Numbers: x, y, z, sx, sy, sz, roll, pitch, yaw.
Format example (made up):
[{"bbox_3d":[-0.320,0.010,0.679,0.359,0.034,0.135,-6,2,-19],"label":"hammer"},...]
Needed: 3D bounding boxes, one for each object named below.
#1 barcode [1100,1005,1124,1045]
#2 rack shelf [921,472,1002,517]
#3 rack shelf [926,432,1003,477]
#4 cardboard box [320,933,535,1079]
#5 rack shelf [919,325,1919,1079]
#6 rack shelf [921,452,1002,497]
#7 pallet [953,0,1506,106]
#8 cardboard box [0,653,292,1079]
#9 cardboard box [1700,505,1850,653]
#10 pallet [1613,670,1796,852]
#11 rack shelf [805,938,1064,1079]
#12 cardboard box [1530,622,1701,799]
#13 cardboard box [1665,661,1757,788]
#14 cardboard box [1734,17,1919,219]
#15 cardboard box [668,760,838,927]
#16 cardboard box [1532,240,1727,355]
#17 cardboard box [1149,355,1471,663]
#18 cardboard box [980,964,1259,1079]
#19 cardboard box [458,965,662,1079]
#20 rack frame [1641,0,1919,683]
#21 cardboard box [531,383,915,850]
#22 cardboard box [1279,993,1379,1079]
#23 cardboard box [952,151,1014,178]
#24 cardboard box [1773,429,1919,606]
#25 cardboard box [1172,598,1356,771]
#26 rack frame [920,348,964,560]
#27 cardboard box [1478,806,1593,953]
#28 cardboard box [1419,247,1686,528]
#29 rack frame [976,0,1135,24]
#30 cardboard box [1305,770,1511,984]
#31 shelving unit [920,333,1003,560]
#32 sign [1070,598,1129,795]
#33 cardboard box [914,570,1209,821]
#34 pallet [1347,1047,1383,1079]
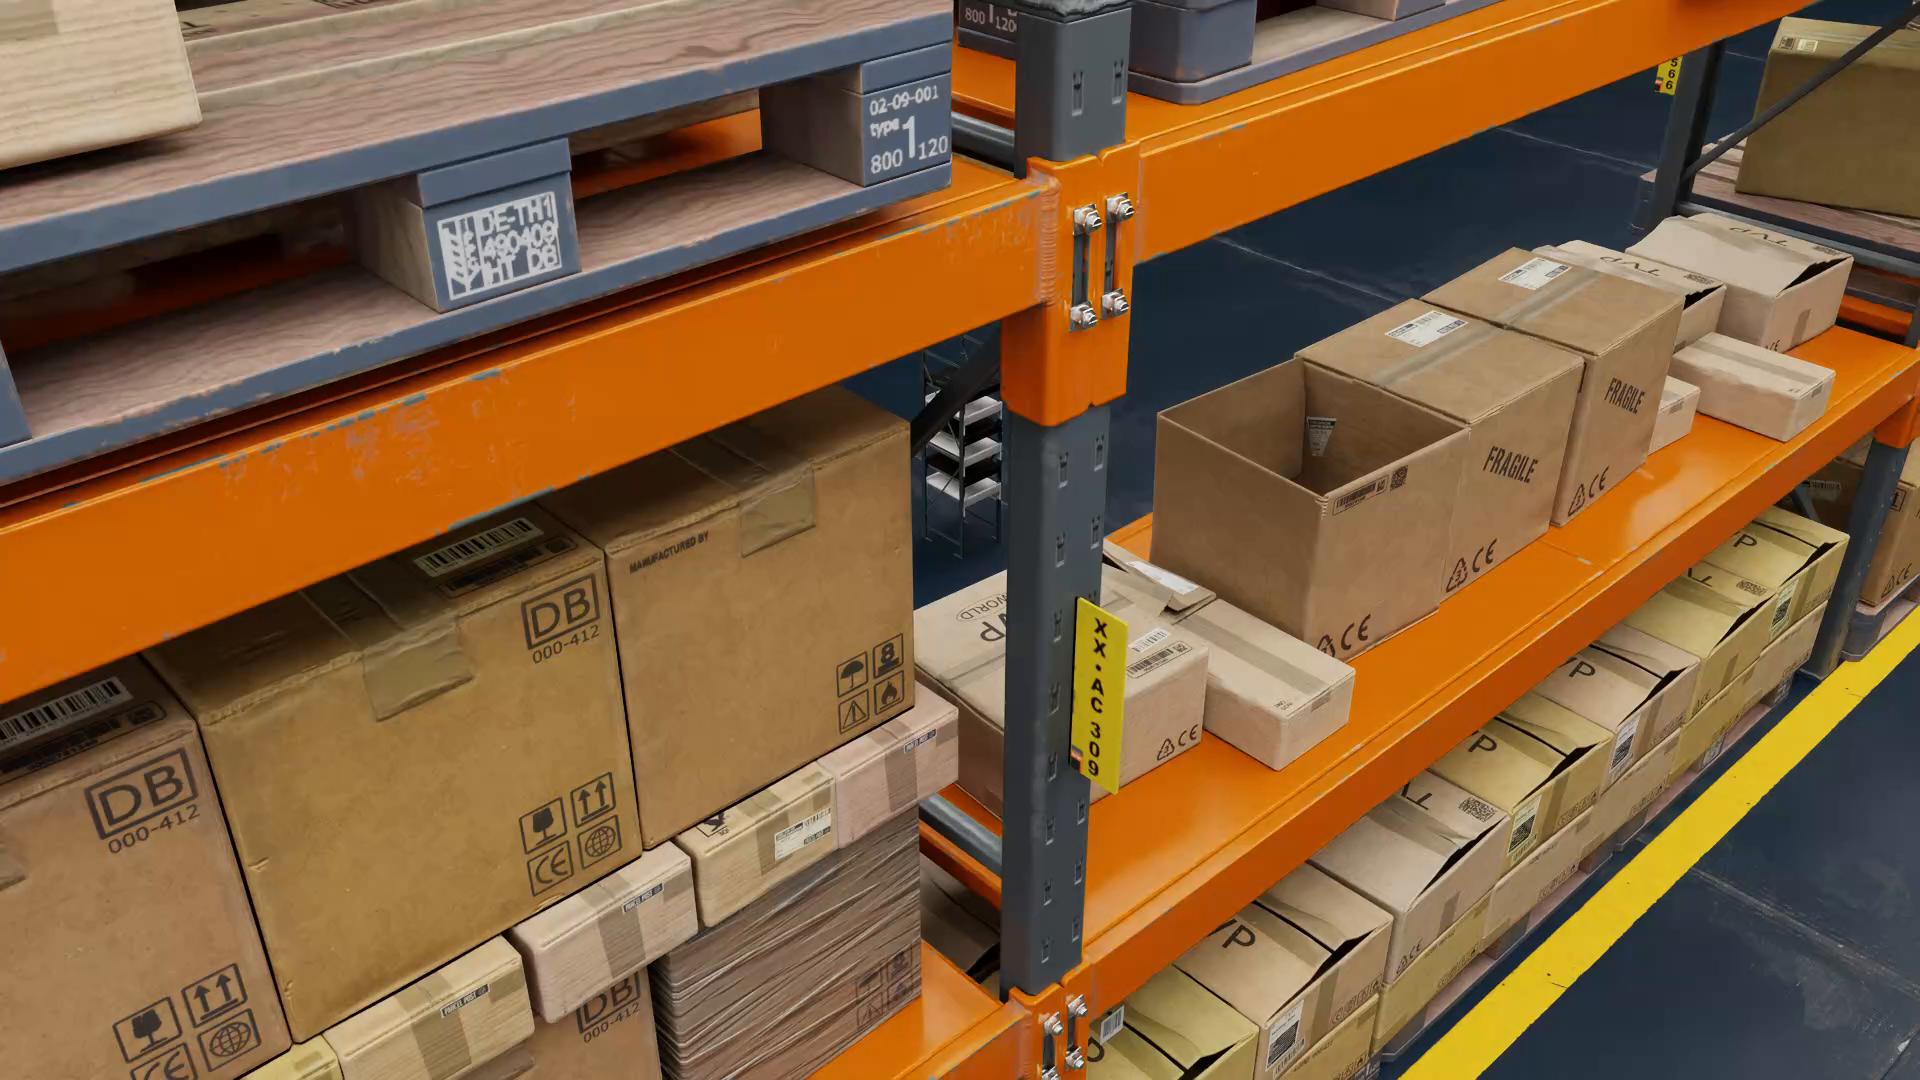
[{"bbox_3d":[0.305,0.974,3.336,0.075,0.075,0.001,-26,40,-35],"label":"barcode"},{"bbox_3d":[0.006,-0.205,6.631,0.200,0.077,0.258,-26,40,-35],"label":"rack shelf"},{"bbox_3d":[0.006,-0.358,6.537,0.200,0.077,0.258,-26,40,-35],"label":"rack shelf"},{"bbox_3d":[-0.784,0.569,2.226,0.250,0.149,0.380,-26,40,-36],"label":"cardboard box"},{"bbox_3d":[1.302,0.033,4.510,4.000,0.370,1.077,-26,40,-35],"label":"rack shelf"},{"bbox_3d":[0.006,-0.282,6.584,0.200,0.077,0.258,-26,40,-35],"label":"rack shelf"},{"bbox_3d":[0.473,-1.080,2.949,0.805,0.209,1.217,27,41,37],"label":"pallet"},{"bbox_3d":[-1.223,0.357,1.952,0.500,0.500,0.700,-26,40,-35],"label":"cardboard box"},{"bbox_3d":[2.551,0.052,5.486,0.500,0.311,0.500,-25,39,-34],"label":"cardboard box"},{"bbox_3d":[2.138,0.484,5.756,1.213,0.211,1.003,-26,40,-35],"label":"pallet"},{"bbox_3d":[-1.632,1.452,2.189,4.000,0.370,1.077,-26,40,-35],"label":"rack shelf"},{"bbox_3d":[1.803,0.417,4.889,0.500,0.311,0.500,-26,40,-36],"label":"cardboard box"},{"bbox_3d":[2.173,0.475,5.331,0.500,0.250,0.500,-26,40,-36],"label":"cardboard box"},{"bbox_3d":[3.153,-1.471,5.782,0.700,0.500,0.500,15,35,23],"label":"cardboard box"},{"bbox_3d":[-0.401,0.382,2.533,0.250,0.149,0.380,-27,40,-36],"label":"cardboard box"},{"bbox_3d":[1.981,-0.702,5.108,0.500,0.311,0.500,-26,40,-36],"label":"cardboard box"},{"bbox_3d":[0.796,-0.060,3.877,0.500,0.500,0.500,-23,38,-32],"label":"cardboard box"},{"bbox_3d":[0.307,1.139,3.707,0.500,0.311,0.500,-26,40,-35],"label":"cardboard box"},{"bbox_3d":[-0.868,0.743,2.564,0.500,0.500,0.700,-26,40,-36],"label":"cardboard box"},{"bbox_3d":[2.768,-0.983,5.482,0.127,3.000,1.000,-26,40,-35],"label":"rack frame"},{"bbox_3d":[-0.486,0.000,2.536,0.500,0.500,0.700,-26,40,-35],"label":"cardboard box"},{"bbox_3d":[0.675,1.201,4.144,0.500,0.250,0.500,-25,39,-34],"label":"cardboard box"},{"bbox_3d":[0.026,-2.349,9.375,0.750,0.750,0.750,-26,40,-36],"label":"cardboard box"},{"bbox_3d":[3.296,-0.156,6.105,0.500,0.500,0.500,-24,39,-34],"label":"cardboard box"},{"bbox_3d":[0.624,0.307,3.613,0.250,0.149,0.380,-26,40,-35],"label":"cardboard box"},{"bbox_3d":[-0.069,-0.351,6.461,0.006,0.900,0.240,-26,40,-35],"label":"rack frame"},{"bbox_3d":[1.427,0.836,4.741,0.500,0.250,0.500,-25,39,-35],"label":"cardboard box"},{"bbox_3d":[1.549,-0.424,4.473,0.500,0.500,0.500,27,40,36],"label":"cardboard box"},{"bbox_3d":[-0.165,-2.124,1.597,0.127,3.000,1.000,-26,40,-35],"label":"rack frame"},{"bbox_3d":[1.057,0.780,4.295,0.500,0.311,0.500,-27,41,-37],"label":"cardboard box"},{"bbox_3d":[0.006,-0.387,6.520,0.210,0.900,0.258,-26,40,-35],"label":"shelving unit"},{"bbox_3d":[0.214,0.245,2.569,0.005,0.325,0.100,-26,40,-35],"label":"sign"},{"bbox_3d":[0.166,0.309,3.514,0.500,0.250,0.500,-23,38,-33],"label":"cardboard box"},{"bbox_3d":[0.349,1.349,4.341,1.213,0.211,1.003,-26,40,-35],"label":"pallet"}]
